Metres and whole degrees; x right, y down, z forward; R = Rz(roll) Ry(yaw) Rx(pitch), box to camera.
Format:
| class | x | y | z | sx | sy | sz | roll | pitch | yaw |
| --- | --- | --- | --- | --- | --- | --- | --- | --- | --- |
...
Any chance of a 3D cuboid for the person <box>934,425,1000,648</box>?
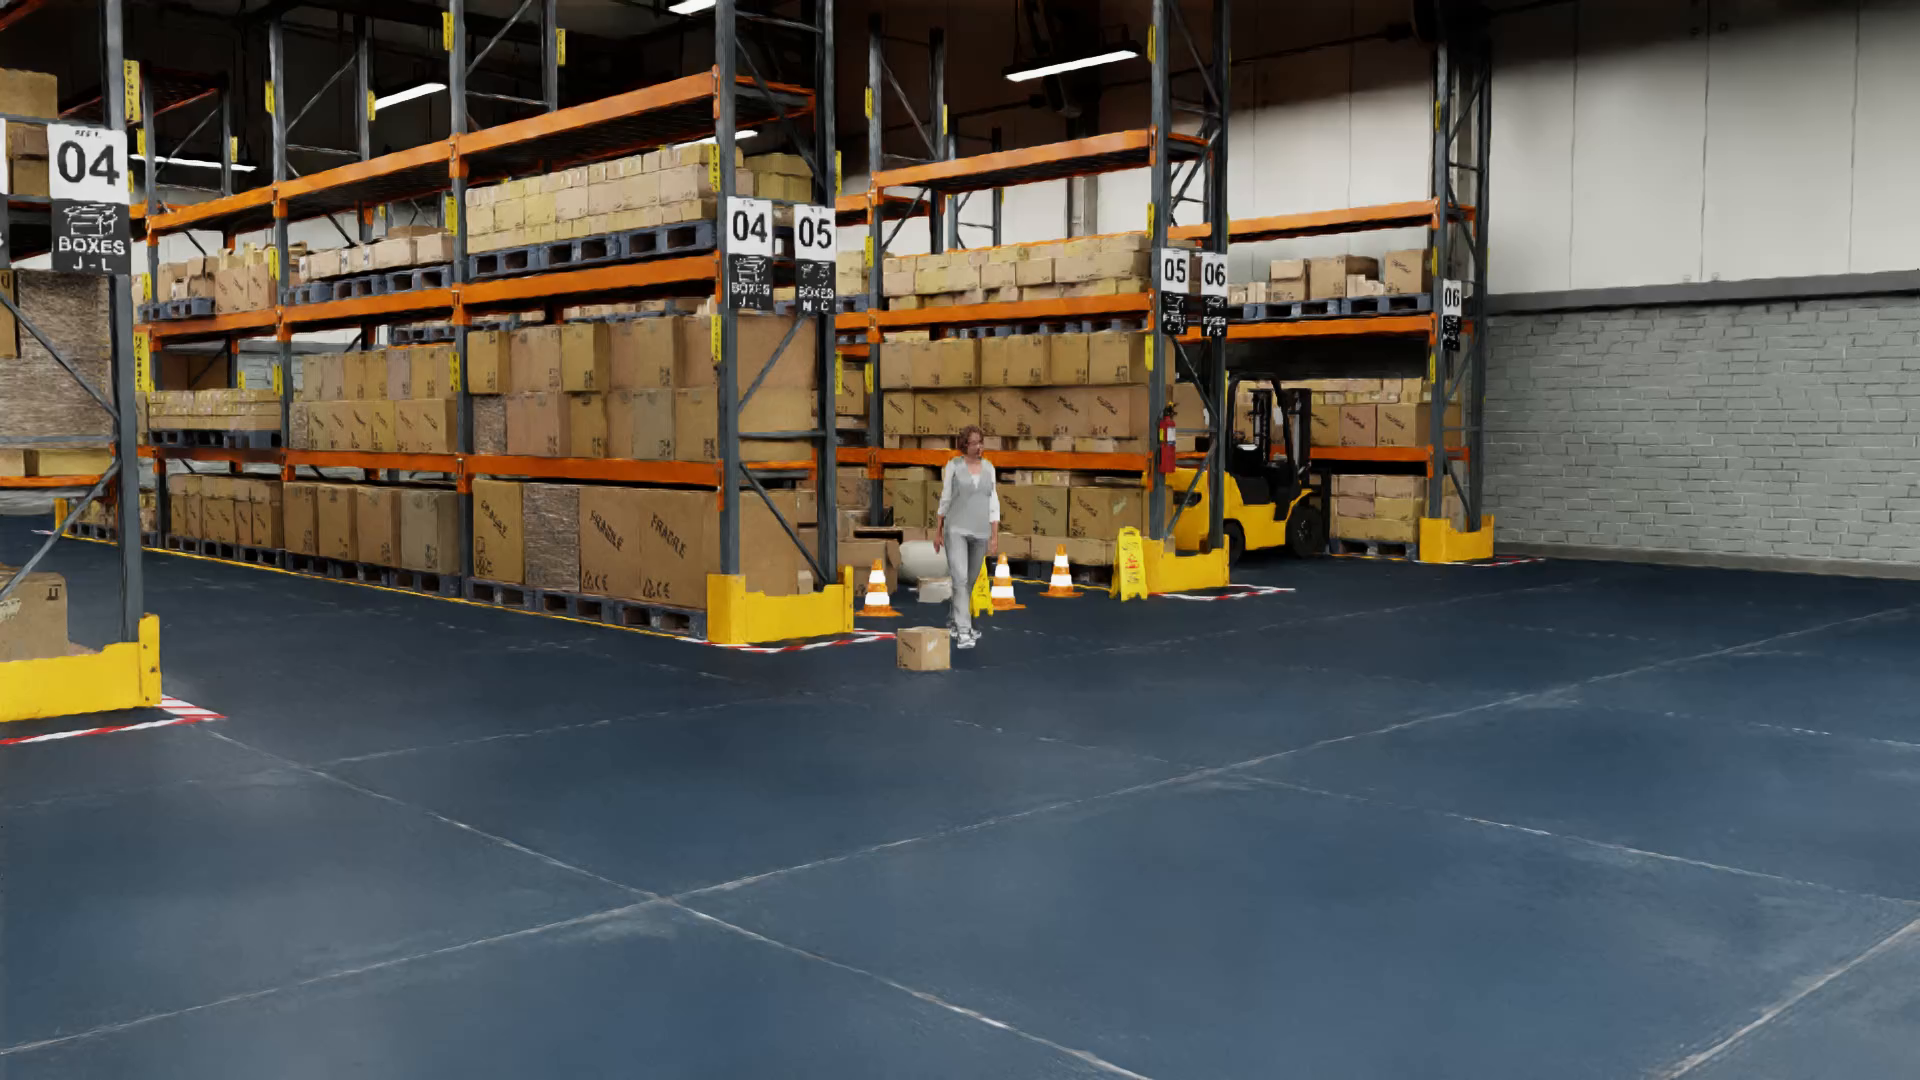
| class | x | y | z | sx | sy | sz | roll | pitch | yaw |
| --- | --- | --- | --- | --- | --- | --- | --- | --- | --- |
| person | 0.074 | -0.039 | 11.743 | 0.451 | 1.551 | 0.819 | -2 | 5 | -24 |
